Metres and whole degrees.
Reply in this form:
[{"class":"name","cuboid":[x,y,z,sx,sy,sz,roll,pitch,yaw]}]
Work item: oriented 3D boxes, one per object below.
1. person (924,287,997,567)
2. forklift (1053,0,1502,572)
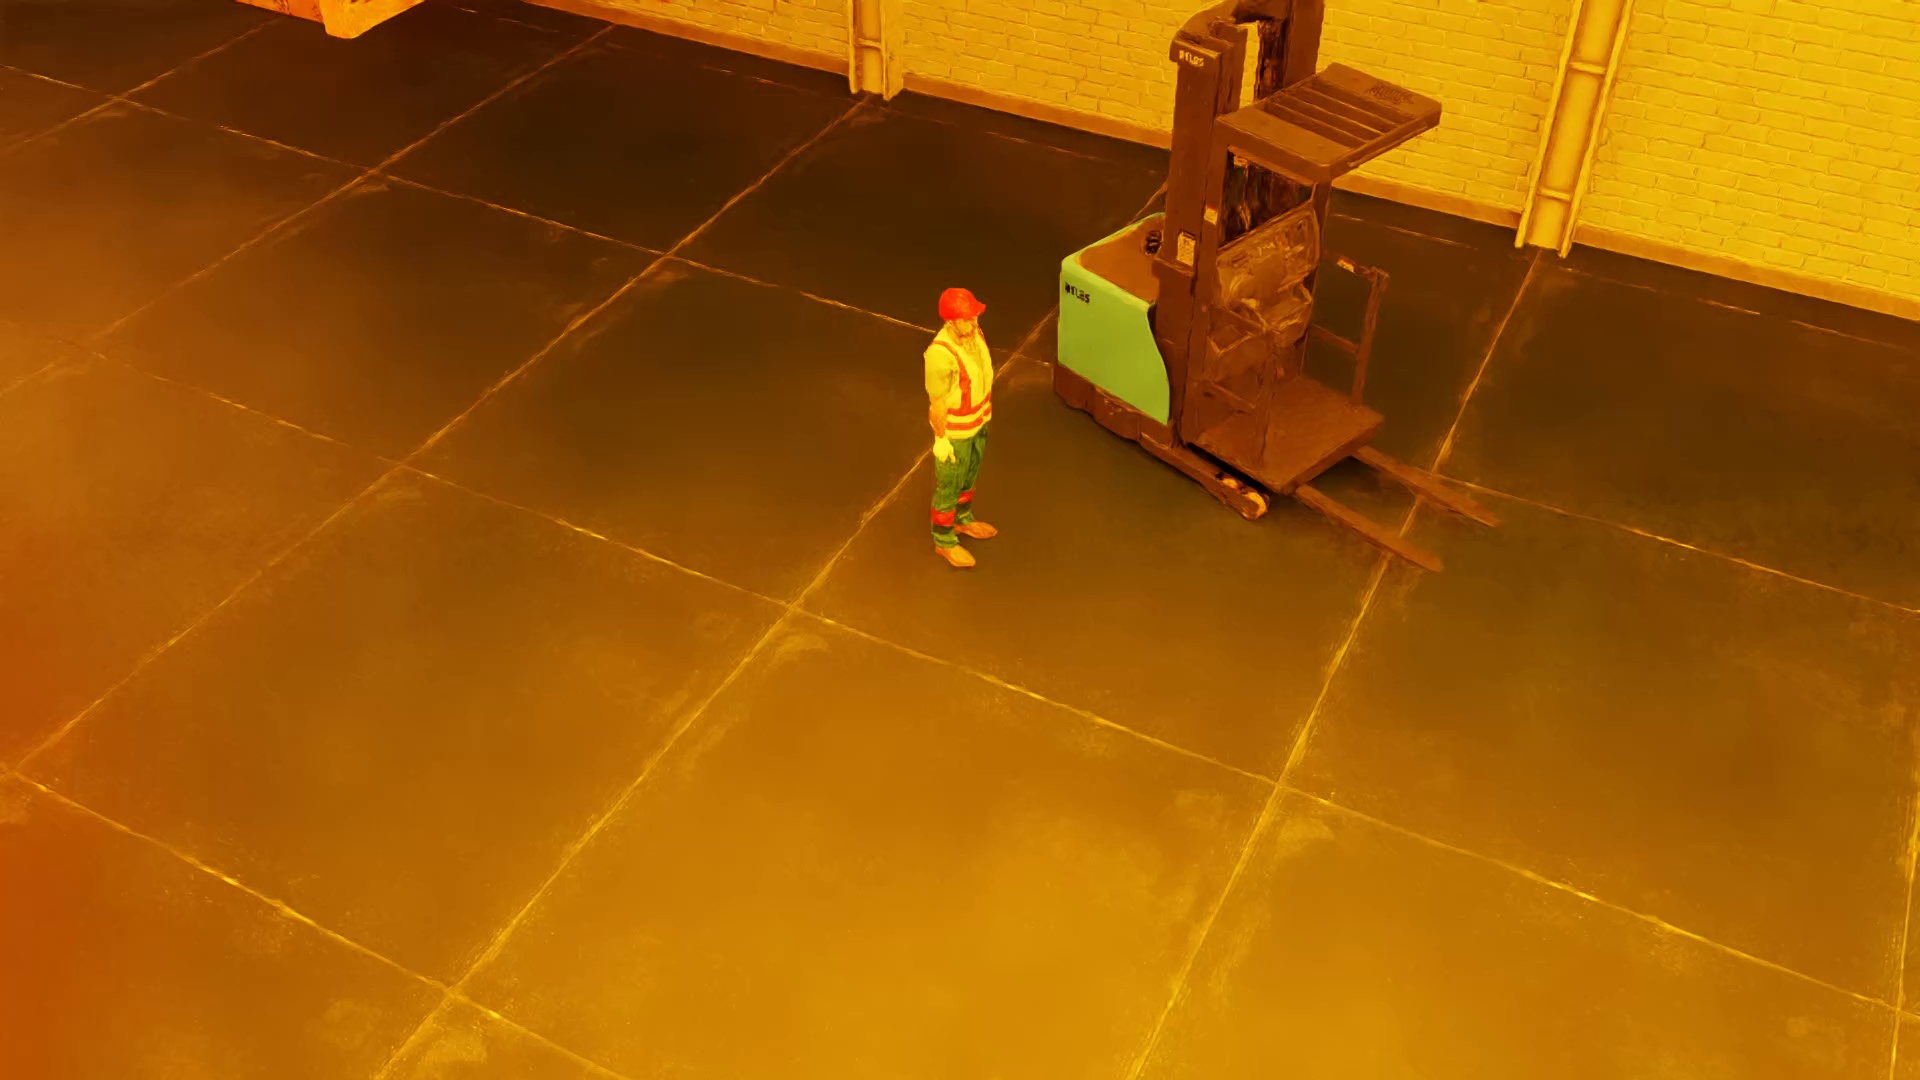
[{"class":"person","cuboid":[0.019,-0.680,9.678,0.349,1.795,0.540,18,43,21]},{"class":"forklift","cuboid":[2.005,-1.628,9.919,1.130,2.935,3.031,-31,49,-31]}]
